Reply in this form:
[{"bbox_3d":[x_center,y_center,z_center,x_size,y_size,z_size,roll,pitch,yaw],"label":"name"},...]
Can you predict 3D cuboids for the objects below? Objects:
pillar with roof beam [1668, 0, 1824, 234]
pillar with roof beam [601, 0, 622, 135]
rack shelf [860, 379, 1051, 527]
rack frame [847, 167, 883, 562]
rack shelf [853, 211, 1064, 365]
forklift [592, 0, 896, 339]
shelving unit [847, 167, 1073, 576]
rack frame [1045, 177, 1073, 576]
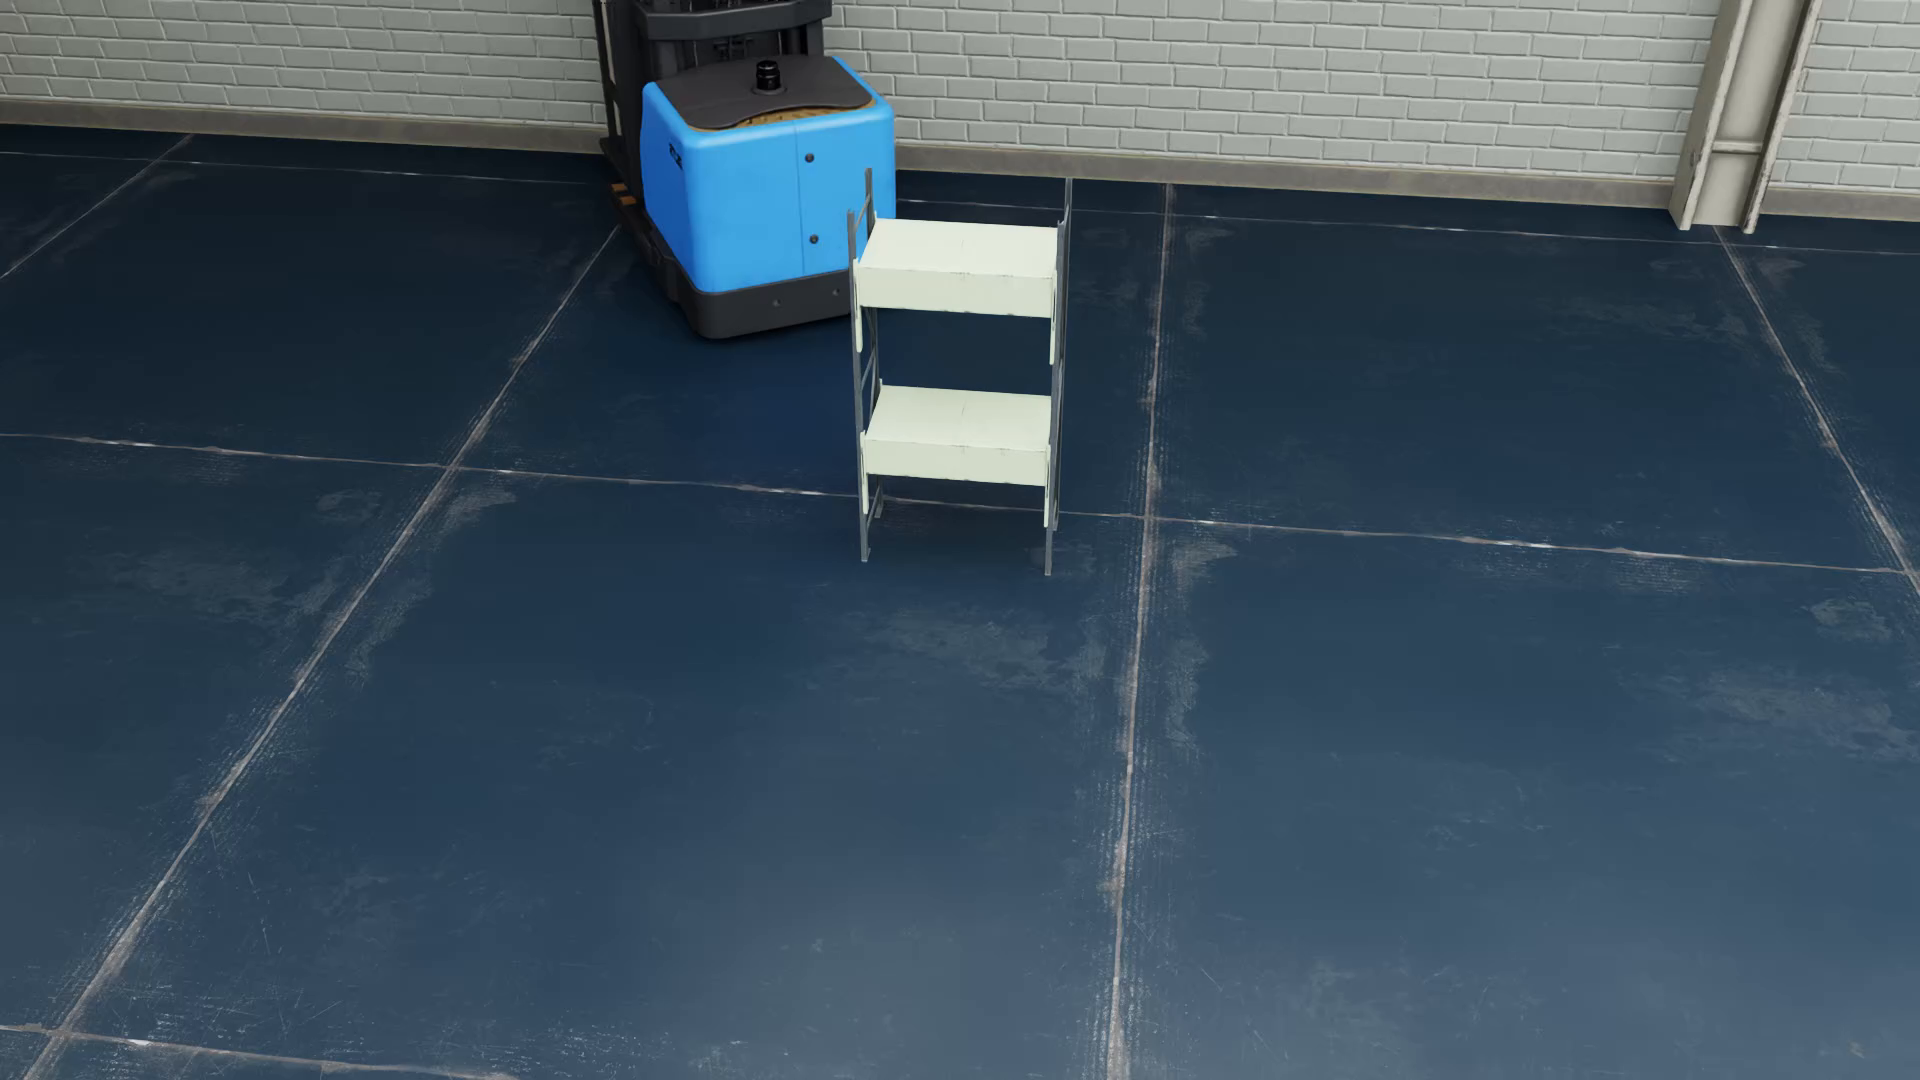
[{"bbox_3d":[3.620,-2.963,3.155,0.400,9.000,9.100,4,36,6],"label":"pillar with roof beam"},{"bbox_3d":[-2.332,-3.407,3.777,0.400,9.000,9.100,4,36,6],"label":"pillar with roof beam"},{"bbox_3d":[0.007,-0.345,6.503,0.720,0.370,0.431,4,36,6],"label":"rack shelf"},{"bbox_3d":[-0.356,-0.637,6.352,0.023,1.500,0.400,4,36,6],"label":"rack frame"},{"bbox_3d":[0.007,-0.928,6.087,0.720,0.370,0.431,4,36,6],"label":"rack shelf"},{"bbox_3d":[-1.333,-3.008,8.442,1.130,2.935,3.031,-14,38,-18],"label":"forklift"},{"bbox_3d":[0.007,-0.610,6.314,0.755,1.500,0.431,4,36,6],"label":"shelving unit"},{"bbox_3d":[0.370,-0.583,6.276,0.023,1.500,0.400,4,36,6],"label":"rack frame"}]
